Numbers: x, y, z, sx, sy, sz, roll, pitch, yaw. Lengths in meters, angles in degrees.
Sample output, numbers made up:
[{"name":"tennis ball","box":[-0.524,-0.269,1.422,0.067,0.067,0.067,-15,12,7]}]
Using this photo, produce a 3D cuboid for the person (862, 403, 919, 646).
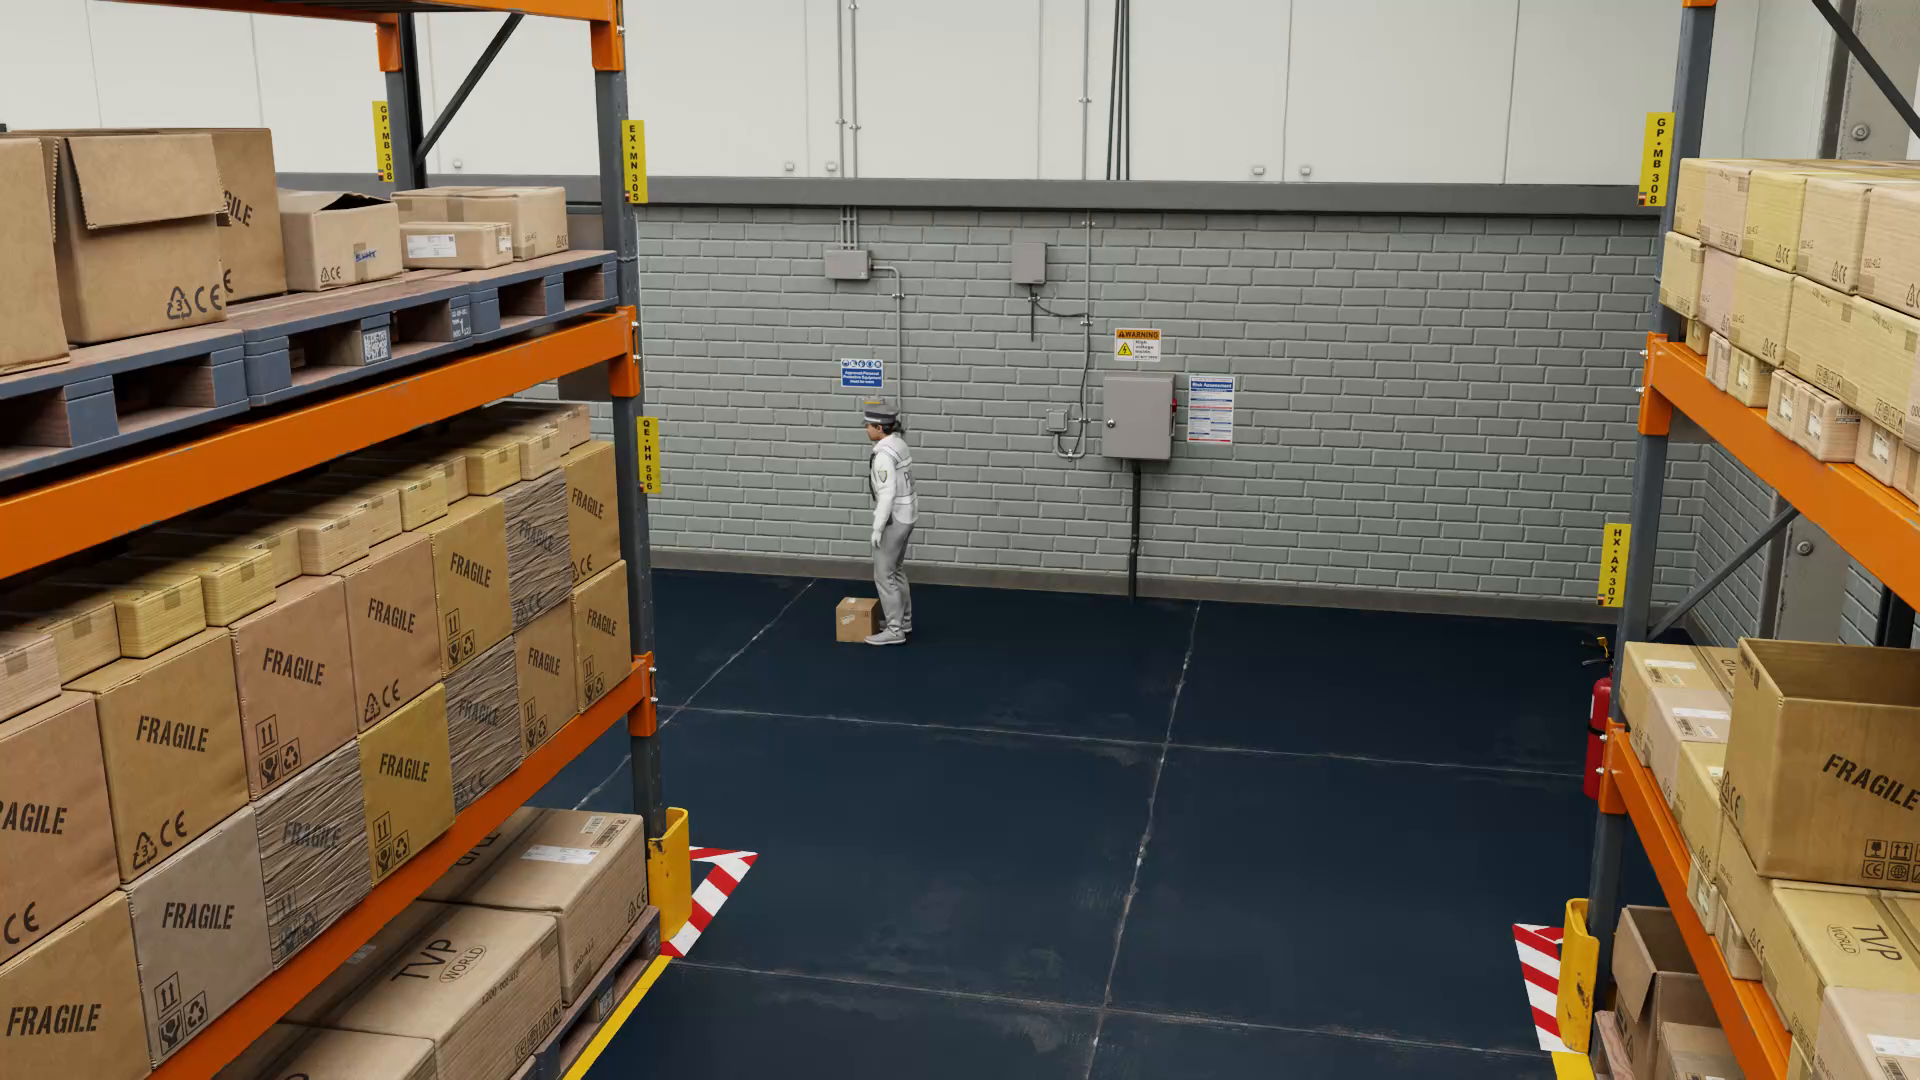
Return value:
[{"name":"person","box":[-0.479,-0.113,11.432,0.372,1.664,0.528,3,15,11]}]
